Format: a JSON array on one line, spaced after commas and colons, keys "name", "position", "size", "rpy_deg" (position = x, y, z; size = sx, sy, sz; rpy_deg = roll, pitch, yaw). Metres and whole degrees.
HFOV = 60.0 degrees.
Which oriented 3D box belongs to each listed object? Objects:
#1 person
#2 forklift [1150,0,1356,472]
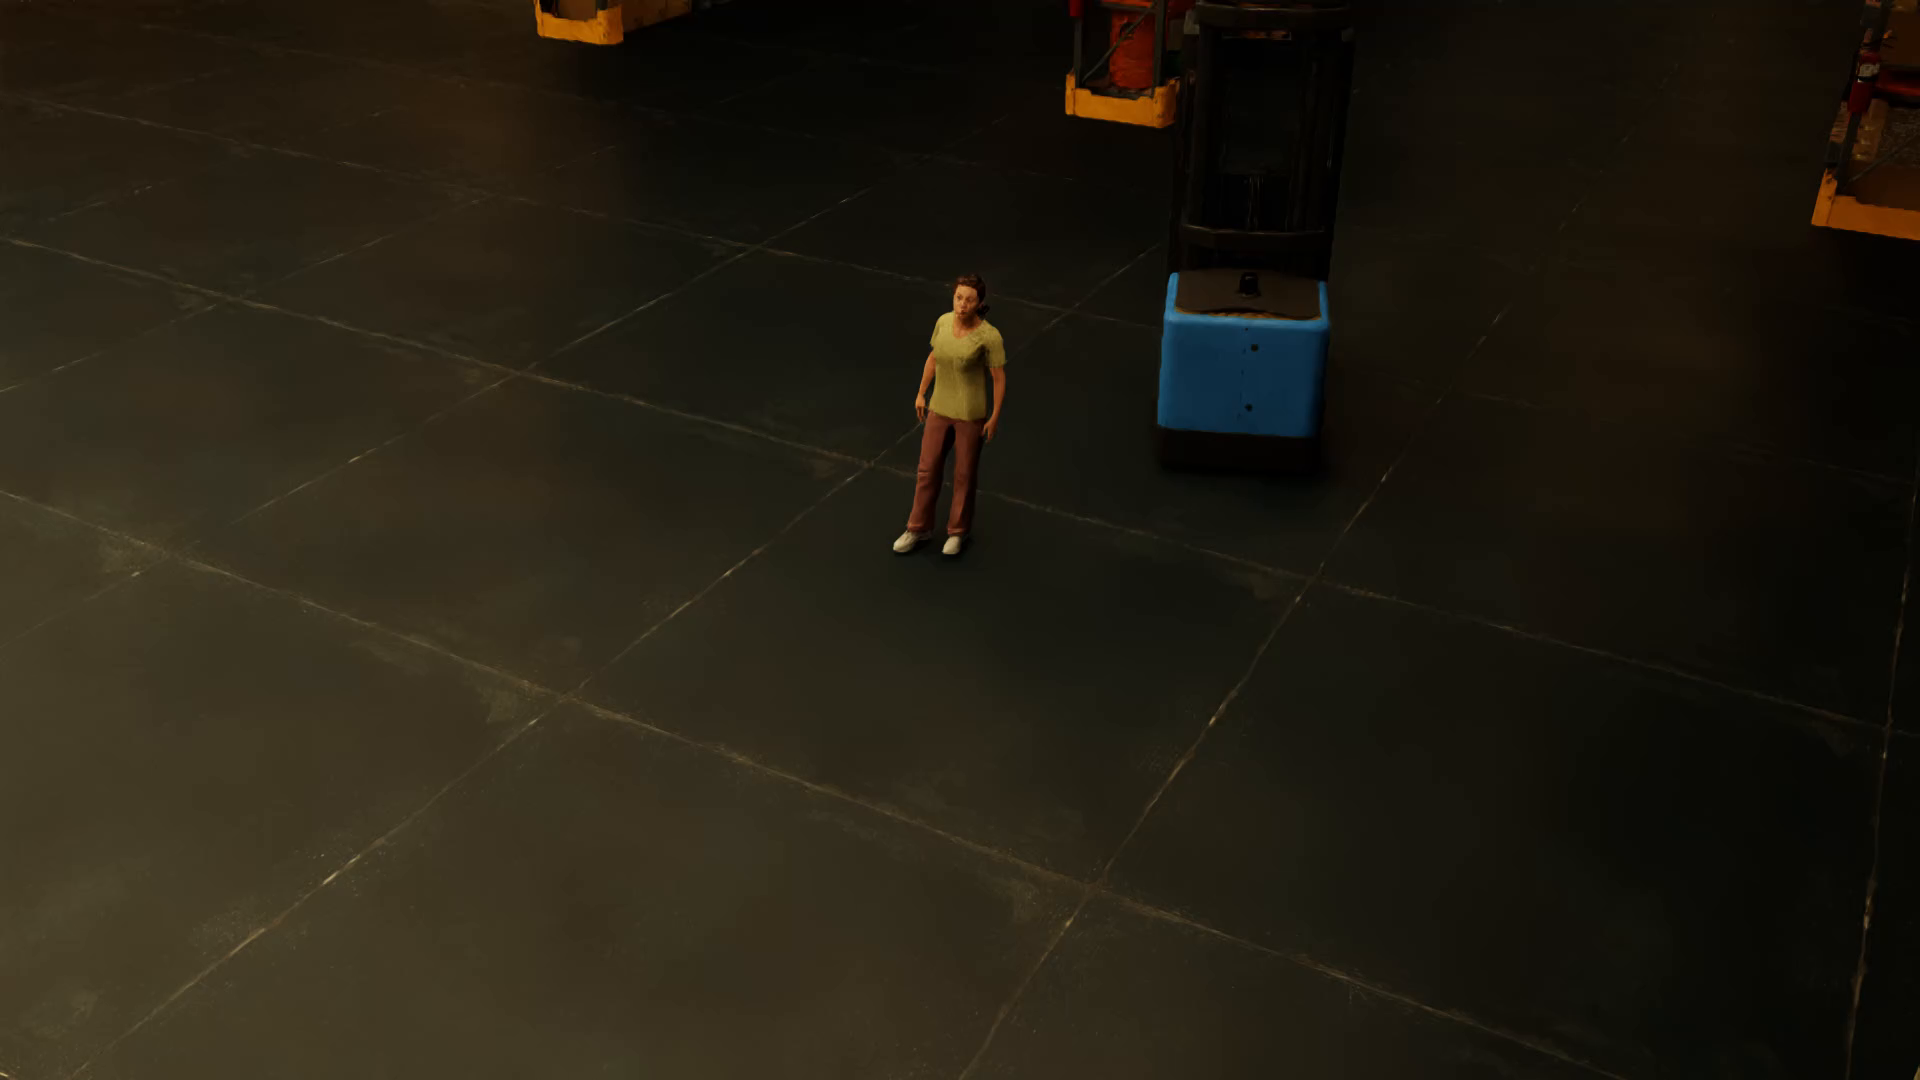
[{"name": "person", "position": [-0.045, -0.702, 9.529], "size": [0.554, 1.674, 0.548], "rpy_deg": [15, 33, 25]}, {"name": "forklift", "position": [1.992, -2.422, 11.267], "size": [1.130, 2.935, 3.031], "rpy_deg": [4, 30, 8]}]
